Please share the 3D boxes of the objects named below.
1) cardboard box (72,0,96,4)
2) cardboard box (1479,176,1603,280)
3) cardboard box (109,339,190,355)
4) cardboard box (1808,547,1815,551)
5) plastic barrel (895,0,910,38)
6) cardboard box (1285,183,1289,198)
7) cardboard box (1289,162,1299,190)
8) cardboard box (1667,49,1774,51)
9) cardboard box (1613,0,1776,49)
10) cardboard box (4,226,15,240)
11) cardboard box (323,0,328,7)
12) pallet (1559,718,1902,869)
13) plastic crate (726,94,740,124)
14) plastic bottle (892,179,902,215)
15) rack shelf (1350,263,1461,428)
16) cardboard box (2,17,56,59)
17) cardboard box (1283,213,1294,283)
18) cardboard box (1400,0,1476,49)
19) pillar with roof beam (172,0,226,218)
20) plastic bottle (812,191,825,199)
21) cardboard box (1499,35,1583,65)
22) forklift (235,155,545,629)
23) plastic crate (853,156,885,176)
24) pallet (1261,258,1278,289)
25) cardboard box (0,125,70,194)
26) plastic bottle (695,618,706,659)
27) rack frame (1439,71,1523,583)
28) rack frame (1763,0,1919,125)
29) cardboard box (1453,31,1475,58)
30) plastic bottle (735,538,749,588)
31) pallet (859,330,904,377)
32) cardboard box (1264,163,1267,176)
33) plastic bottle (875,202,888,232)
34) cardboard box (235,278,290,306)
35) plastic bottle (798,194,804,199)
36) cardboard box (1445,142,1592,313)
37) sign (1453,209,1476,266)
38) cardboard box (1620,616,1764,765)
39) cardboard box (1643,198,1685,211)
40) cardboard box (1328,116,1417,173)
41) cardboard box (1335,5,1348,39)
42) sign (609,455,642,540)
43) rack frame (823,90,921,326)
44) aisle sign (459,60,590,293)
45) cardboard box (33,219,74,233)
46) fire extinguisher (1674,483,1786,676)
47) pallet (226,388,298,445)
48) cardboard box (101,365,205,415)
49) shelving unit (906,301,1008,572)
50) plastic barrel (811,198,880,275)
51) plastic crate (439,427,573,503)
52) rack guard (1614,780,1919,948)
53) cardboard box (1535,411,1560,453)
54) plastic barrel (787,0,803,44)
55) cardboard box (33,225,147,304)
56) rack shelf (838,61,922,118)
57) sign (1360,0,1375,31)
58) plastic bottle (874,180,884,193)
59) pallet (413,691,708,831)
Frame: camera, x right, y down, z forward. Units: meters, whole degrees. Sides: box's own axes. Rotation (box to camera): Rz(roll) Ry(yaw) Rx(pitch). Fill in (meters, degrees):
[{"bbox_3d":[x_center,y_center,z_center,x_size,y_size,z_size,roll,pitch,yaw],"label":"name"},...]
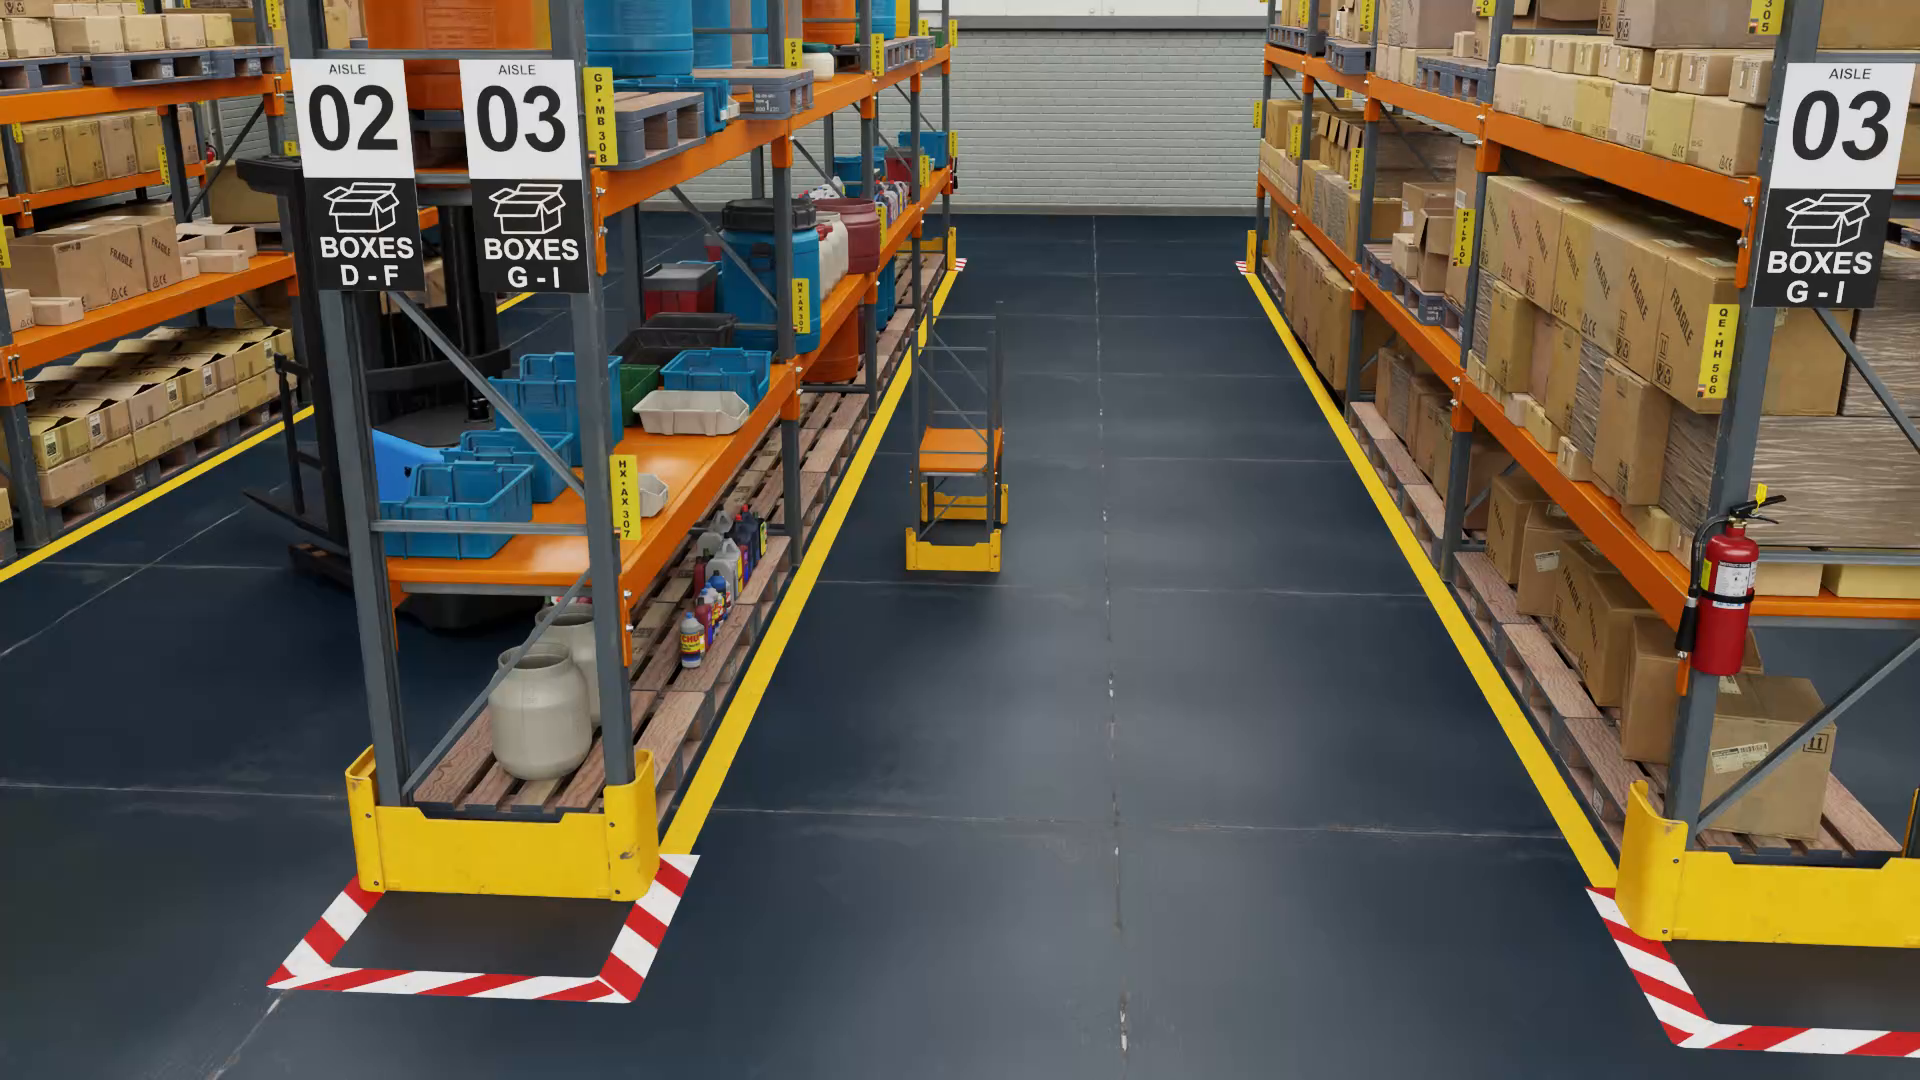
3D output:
[{"bbox_3d":[-10.413,-6.473,19.244,0.500,0.500,0.500,1,18,4],"label":"cardboard box"},{"bbox_3d":[3.158,-1.700,9.051,0.500,0.500,0.500,1,18,4],"label":"cardboard box"},{"bbox_3d":[-6.510,-1.475,13.448,0.500,0.311,0.500,1,18,3],"label":"cardboard box"},{"bbox_3d":[3.452,0.031,6.415,0.380,0.149,0.250,1,18,4],"label":"cardboard box"},{"bbox_3d":[-0.786,-5.192,16.157,0.600,0.588,0.600,0,18,0],"label":"plastic barrel"},{"bbox_3d":[3.749,-3.797,18.098,0.380,0.149,0.250,1,18,3],"label":"cardboard box"},{"bbox_3d":[3.787,-3.868,17.674,0.500,0.250,0.500,1,18,3],"label":"cardboard box"},{"bbox_3d":[3.047,-1.883,6.636,0.380,0.149,0.250,2,18,5],"label":"cardboard box"},{"bbox_3d":[3.015,-2.267,6.766,0.500,0.500,0.500,1,18,4],"label":"cardboard box"},{"bbox_3d":[-10.722,-2.960,17.917,0.750,0.750,0.750,1,18,5],"label":"cardboard box"},{"bbox_3d":[-6.040,-5.035,14.889,0.500,0.500,0.500,1,18,4],"label":"cardboard box"},{"bbox_3d":[3.256,1.122,7.160,1.003,0.211,1.213,1,18,4],"label":"pallet"},{"bbox_3d":[-1.209,-2.074,8.040,0.243,0.136,0.396,1,18,4],"label":"plastic crate"},{"bbox_3d":[-0.663,-3.449,16.712,0.144,0.351,0.185,1,18,4],"label":"plastic bottle"},{"bbox_3d":[3.587,-1.450,11.686,1.077,0.370,4.000,1,18,4],"label":"rack shelf"},{"bbox_3d":[-6.347,-3.308,10.951,0.500,0.250,0.500,0,18,-1],"label":"cardboard box"},{"bbox_3d":[4.209,-3.328,18.999,0.875,0.875,0.875,1,18,4],"label":"cardboard box"},{"bbox_3d":[3.371,-3.669,11.523,0.500,0.500,0.500,1,18,2],"label":"cardboard box"},{"bbox_3d":[-6.893,-8.842,23.455,9.100,9.000,0.400,1,18,4],"label":"pillar with roof beam"},{"bbox_3d":[-1.403,-3.284,16.327,0.152,0.276,0.135,1,18,4],"label":"plastic bottle"},{"bbox_3d":[3.113,-2.620,8.885,0.380,0.149,0.250,1,18,2],"label":"cardboard box"},{"bbox_3d":[-3.534,-1.265,10.077,3.031,2.935,1.130,17,25,41],"label":"forklift"},{"bbox_3d":[-1.077,-4.479,19.947,0.416,0.233,0.300,1,18,4],"label":"plastic crate"},{"bbox_3d":[4.324,-3.322,20.723,1.003,0.211,1.213,1,18,4],"label":"pallet"},{"bbox_3d":[-10.750,-4.297,18.739,0.980,0.700,0.700,2,18,5],"label":"cardboard box"},{"bbox_3d":[-1.335,0.494,8.387,0.097,0.201,0.097,0,18,0],"label":"plastic bottle"},{"bbox_3d":[3.443,-1.170,9.678,1.000,3.000,0.127,1,18,4],"label":"rack frame"},{"bbox_3d":[3.157,-2.779,4.952,1.000,3.000,0.127,1,18,4],"label":"rack frame"},{"bbox_3d":[3.478,-3.269,10.966,0.380,0.166,0.250,1,18,2],"label":"cardboard box"},{"bbox_3d":[-1.239,0.118,9.401,0.061,0.283,0.133,3,18,8],"label":"plastic bottle"},{"bbox_3d":[-1.105,-1.822,16.144,1.003,0.211,1.213,1,18,4],"label":"pallet"},{"bbox_3d":[3.914,-4.516,20.291,0.380,0.149,0.250,1,18,3],"label":"cardboard box"},{"bbox_3d":[-0.757,-3.022,15.529,0.152,0.276,0.135,1,18,4],"label":"plastic bottle"},{"bbox_3d":[-6.318,-2.326,15.308,0.500,0.250,0.500,2,18,6],"label":"cardboard box"},{"bbox_3d":[-1.472,-3.039,15.458,0.144,0.351,0.185,1,18,4],"label":"plastic bottle"},{"bbox_3d":[3.640,-1.899,10.263,1.000,1.000,1.000,1,18,4],"label":"cardboard box"},{"bbox_3d":[2.890,-1.732,9.532,0.100,0.325,0.005,1,18,4],"label":"sign"},{"bbox_3d":[3.227,0.680,7.370,0.500,0.500,0.500,6,19,18],"label":"cardboard box"},{"bbox_3d":[3.614,-1.378,8.067,0.500,0.500,0.500,1,18,4],"label":"cardboard box"},{"bbox_3d":[3.919,-3.768,15.833,0.797,0.503,0.637,1,18,5],"label":"cardboard box"},{"bbox_3d":[3.848,-4.899,15.708,0.500,0.311,0.500,1,18,2],"label":"cardboard box"},{"bbox_3d":[-1.235,-0.157,6.139,0.100,0.325,0.005,1,18,4],"label":"sign"},{"bbox_3d":[-0.923,-3.766,17.598,1.000,3.000,0.127,1,18,4],"label":"rack frame"},{"bbox_3d":[-1.497,-1.245,5.731,0.394,0.787,0.004,1,18,4],"label":"aisle sign"},{"bbox_3d":[-10.803,-3.742,19.823,0.380,0.149,0.250,1,18,2],"label":"cardboard box"},{"bbox_3d":[2.689,0.134,5.822,0.296,0.674,0.183,1,18,4],"label":"fire extinguisher"},{"bbox_3d":[-6.248,-1.055,13.804,1.003,0.211,1.213,1,18,4],"label":"pallet"},{"bbox_3d":[-6.050,-1.152,12.464,0.500,0.311,0.500,2,18,5],"label":"cardboard box"},{"bbox_3d":[-0.005,-0.689,10.617,0.587,1.500,1.083,1,18,4],"label":"shelving unit"},{"bbox_3d":[-0.941,-2.437,13.325,0.600,0.536,0.708,1,18,4],"label":"plastic barrel"},{"bbox_3d":[-1.994,-0.332,7.357,0.499,0.251,0.408,1,18,4],"label":"plastic crate"},{"bbox_3d":[3.162,1.236,6.348,1.175,0.500,0.348,1,18,4],"label":"rack guard"},{"bbox_3d":[3.034,-0.525,8.111,0.380,0.149,0.250,1,18,4],"label":"cardboard box"},{"bbox_3d":[-1.485,-3.937,12.498,0.600,0.901,0.600,0,18,0],"label":"plastic barrel"},{"bbox_3d":[-6.292,-1.998,12.042,0.500,0.500,0.500,1,18,4],"label":"cardboard box"},{"bbox_3d":[-1.067,-4.228,15.347,1.077,0.370,4.000,1,18,4],"label":"rack shelf"},{"bbox_3d":[3.177,-4.136,12.955,0.100,0.325,0.005,1,18,4],"label":"sign"},{"bbox_3d":[-0.820,-3.395,16.547,0.144,0.351,0.185,1,18,4],"label":"plastic bottle"},{"bbox_3d":[-1.761,1.010,7.503,1.003,0.211,1.213,1,18,4],"label":"pallet"}]
